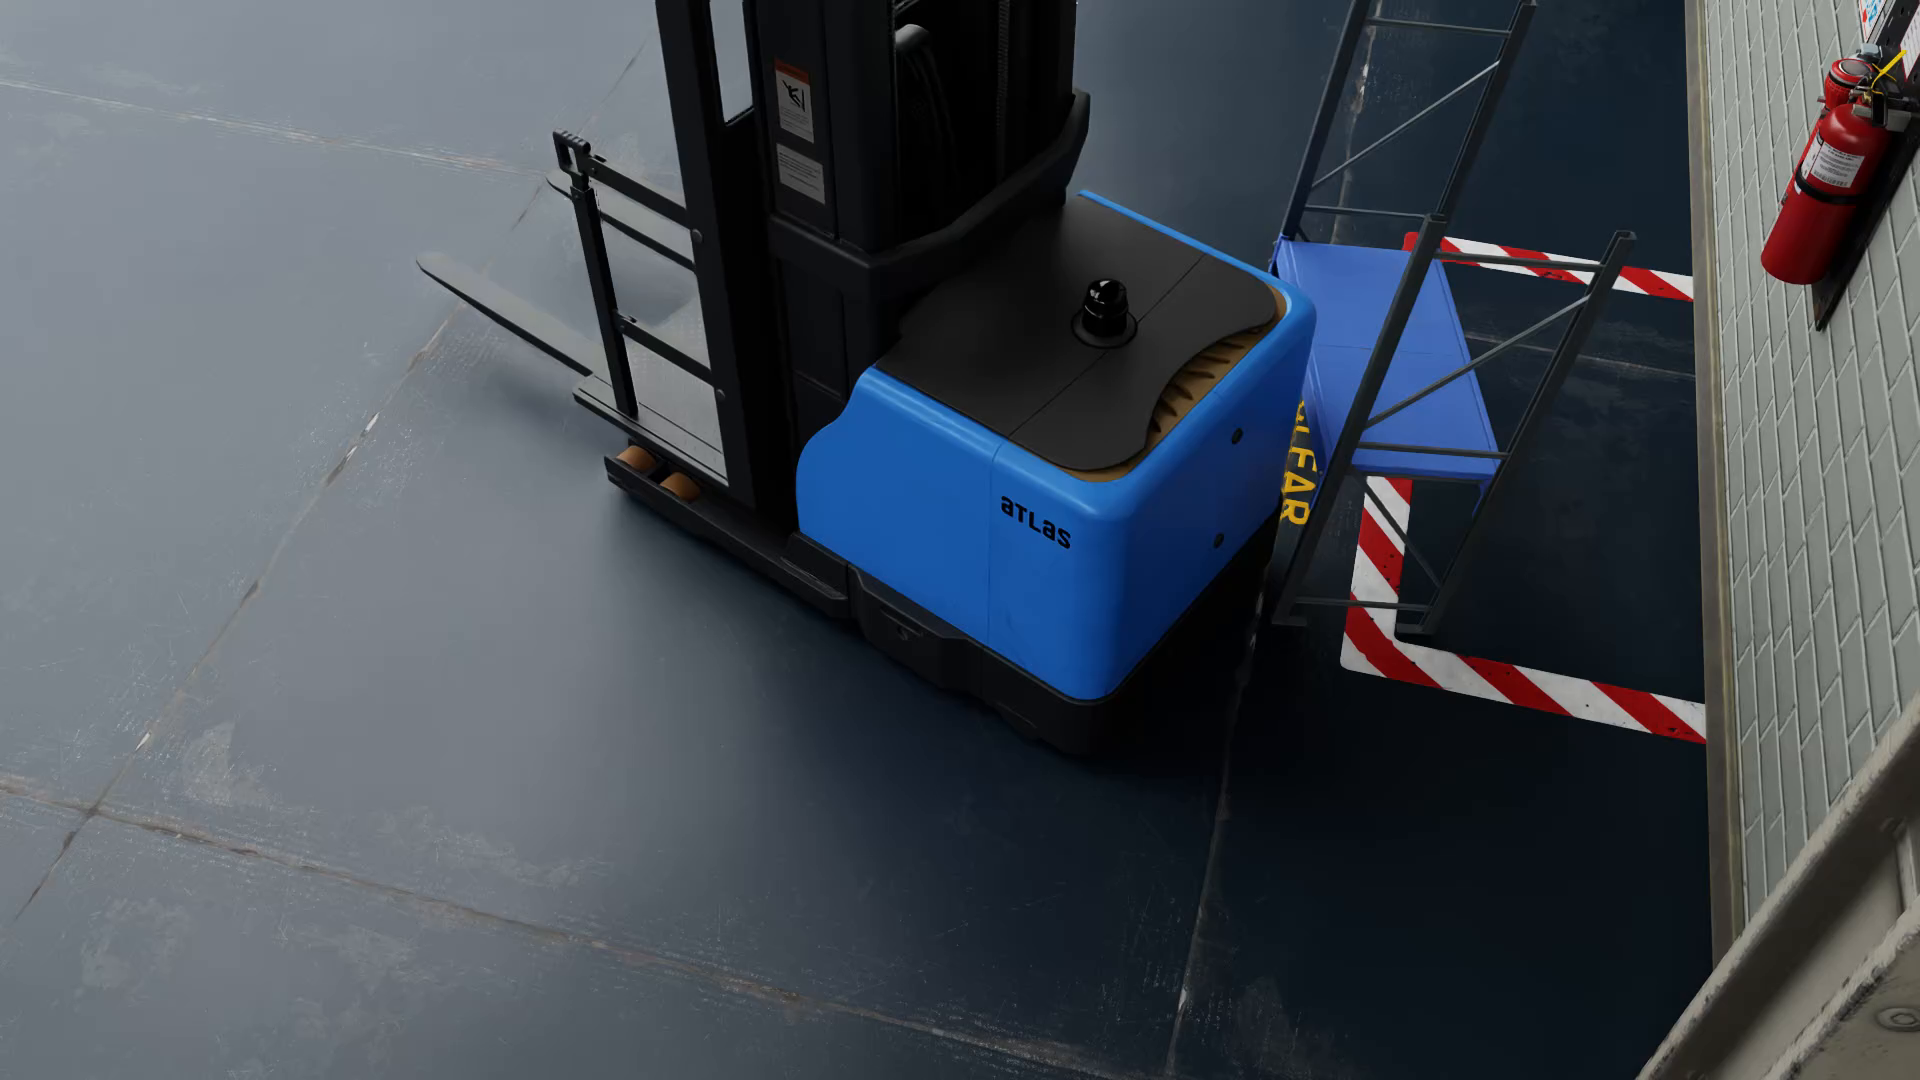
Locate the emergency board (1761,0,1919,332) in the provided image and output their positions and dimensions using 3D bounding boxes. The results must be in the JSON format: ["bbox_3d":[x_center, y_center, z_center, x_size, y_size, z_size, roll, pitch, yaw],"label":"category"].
[{"bbox_3d":[2.329,-1.193,4.302,0.194,1.169,0.643,12,50,10],"label":"emergency board"}]

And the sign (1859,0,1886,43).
[{"bbox_3d":[2.574,-1.584,4.624,0.001,0.329,0.234,12,50,10],"label":"sign"}]

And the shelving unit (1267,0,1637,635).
[{"bbox_3d":[1.254,-0.617,4.765,0.538,1.500,1.048,4,48,-4],"label":"shelving unit"}]

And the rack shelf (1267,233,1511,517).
[{"bbox_3d":[1.235,-0.499,4.899,0.538,0.185,1.000,4,48,-4],"label":"rack shelf"}]

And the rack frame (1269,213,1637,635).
[{"bbox_3d":[1.253,-0.236,4.429,0.500,1.500,0.032,4,48,-4],"label":"rack frame"}]

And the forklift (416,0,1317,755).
[{"bbox_3d":[-0.509,-1.301,4.443,3.031,2.935,1.130,30,55,24],"label":"forklift"}]

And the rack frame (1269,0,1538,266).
[{"bbox_3d":[1.254,-0.998,5.101,0.500,1.500,0.032,4,48,-4],"label":"rack frame"}]
